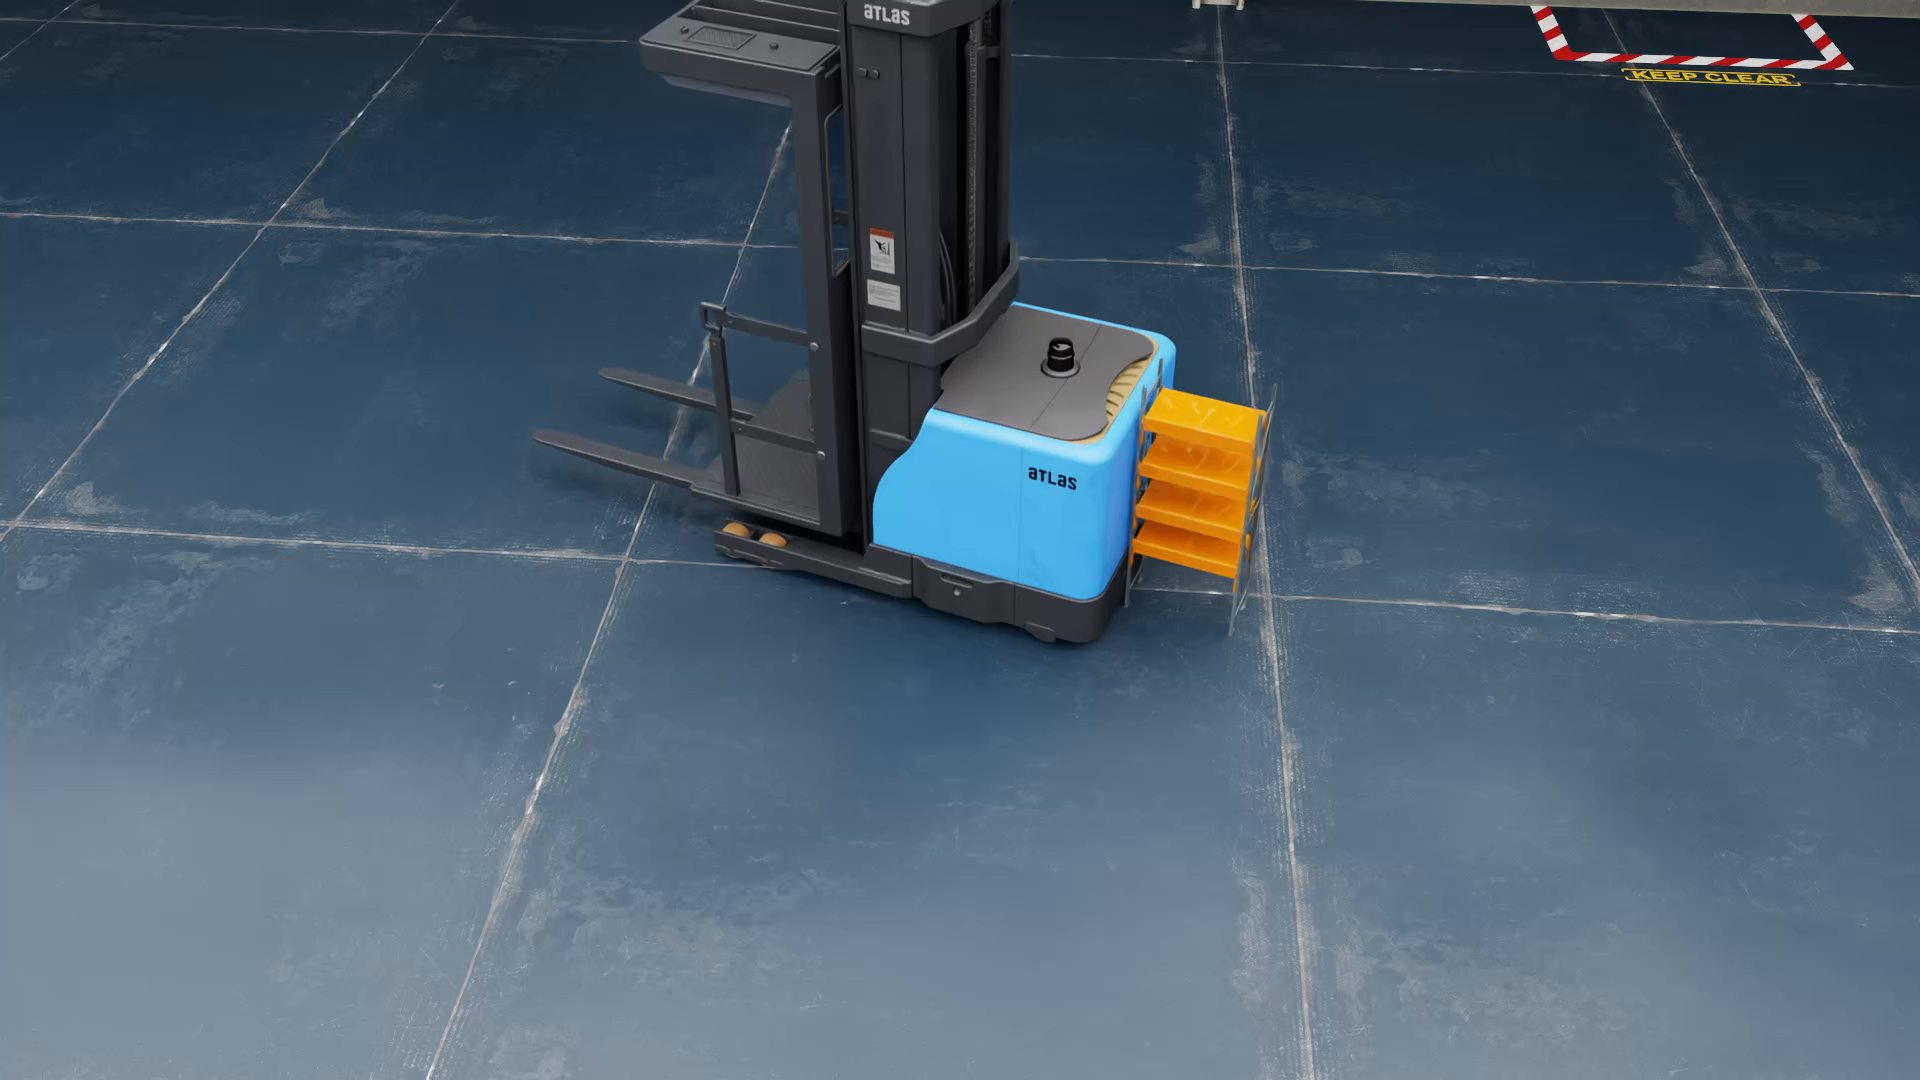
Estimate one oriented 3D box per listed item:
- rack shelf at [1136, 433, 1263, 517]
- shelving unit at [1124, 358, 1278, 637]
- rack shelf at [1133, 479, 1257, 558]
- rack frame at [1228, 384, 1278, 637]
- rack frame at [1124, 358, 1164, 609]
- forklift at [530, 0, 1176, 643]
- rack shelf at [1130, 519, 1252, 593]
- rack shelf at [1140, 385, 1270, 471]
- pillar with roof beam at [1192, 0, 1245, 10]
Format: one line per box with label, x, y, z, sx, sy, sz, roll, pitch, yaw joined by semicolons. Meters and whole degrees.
rack shelf;1.022;-0.286;7.074;0.480;0.148;0.258;15;42;18
shelving unit;1.022;-0.165;7.172;0.503;1.200;0.258;15;42;18
rack shelf;1.022;-0.113;7.215;0.480;0.148;0.258;15;42;18
rack frame;1.246;-0.104;7.098;0.015;1.200;0.240;15;42;18
rack frame;0.798;-0.226;7.247;0.015;1.200;0.240;15;42;18
forklift;-0.599;-1.292;7.185;3.031;2.935;1.130;15;42;18
rack shelf;1.022;0.041;7.340;0.480;0.148;0.258;15;42;18
rack shelf;1.022;-0.469;6.924;0.480;0.148;0.258;15;42;18
pillar with roof beam;1.665;-5.045;6.990;0.400;9.000;9.100;3;39;4
